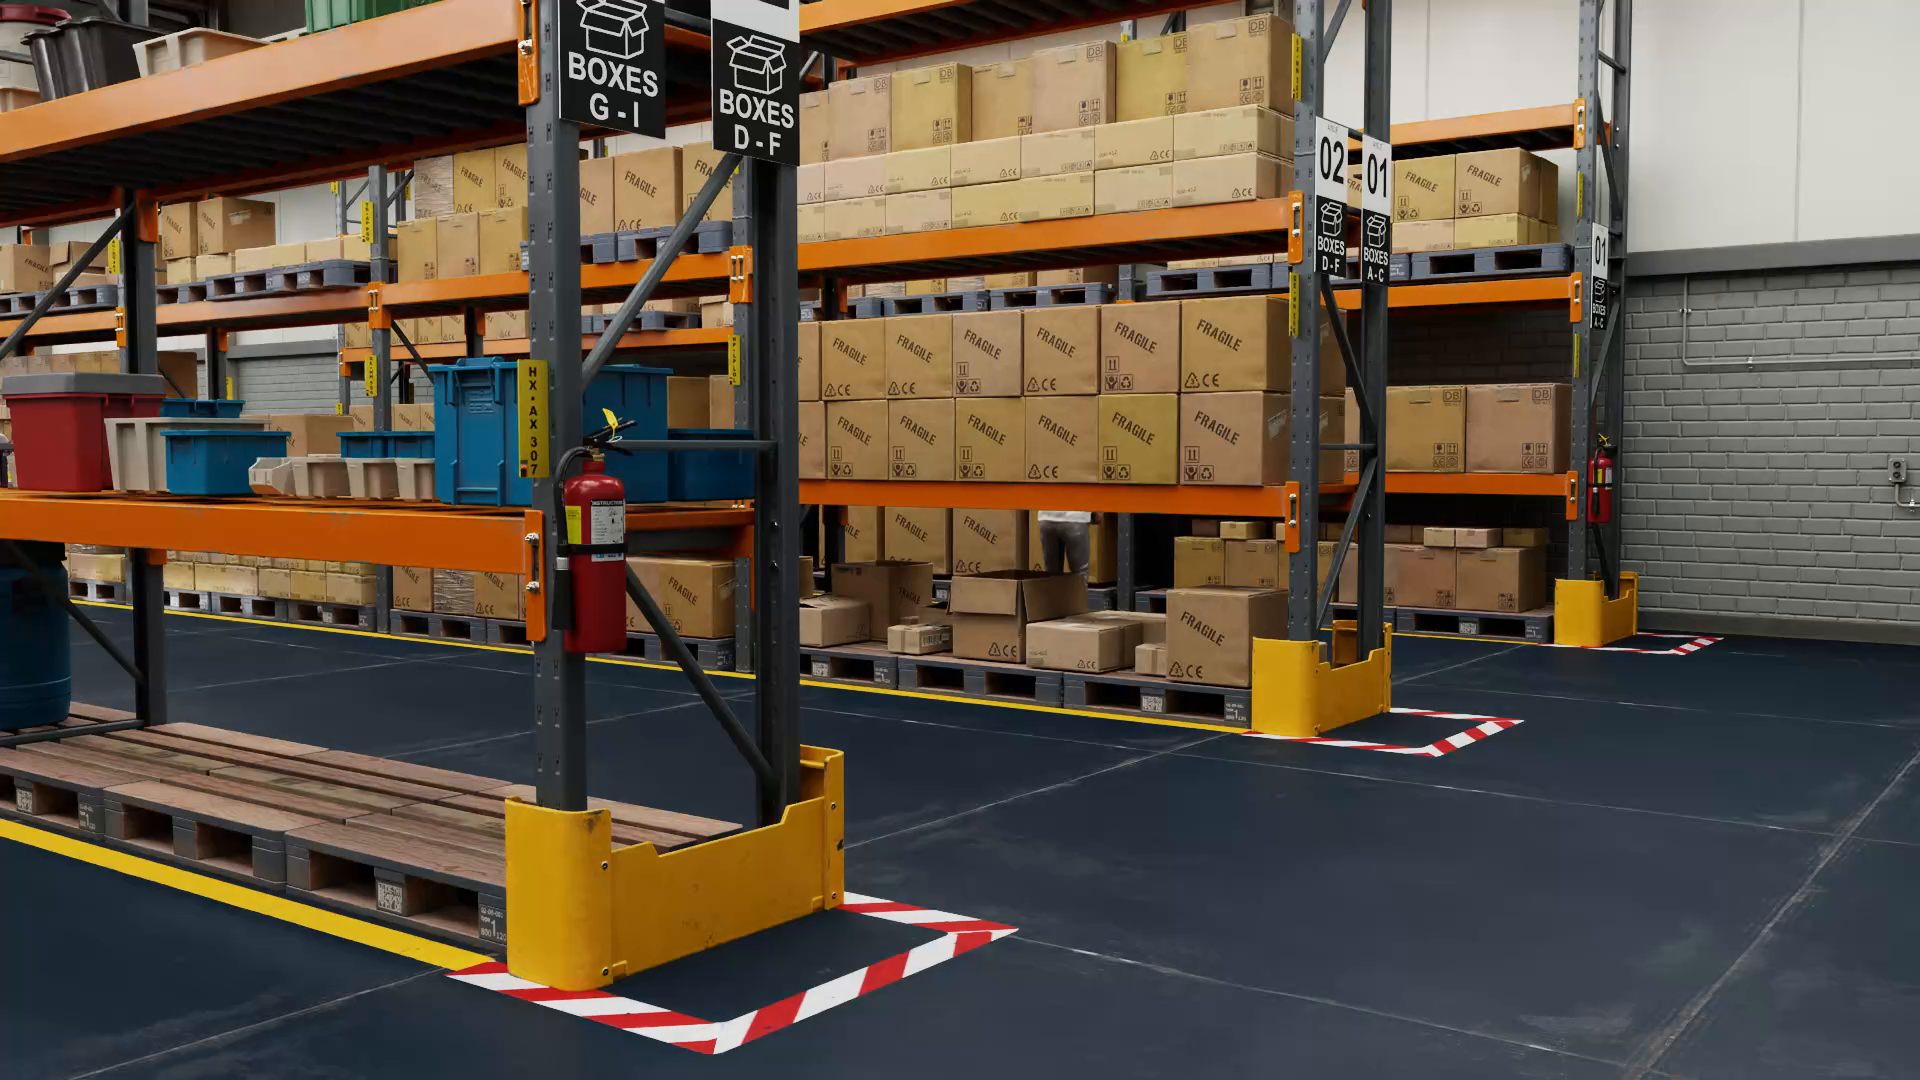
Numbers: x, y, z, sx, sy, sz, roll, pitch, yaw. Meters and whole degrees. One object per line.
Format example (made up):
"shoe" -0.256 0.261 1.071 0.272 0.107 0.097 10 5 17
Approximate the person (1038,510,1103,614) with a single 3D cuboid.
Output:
"person" 0.888 -0.127 13.543 0.494 1.762 0.550 2 4 37
